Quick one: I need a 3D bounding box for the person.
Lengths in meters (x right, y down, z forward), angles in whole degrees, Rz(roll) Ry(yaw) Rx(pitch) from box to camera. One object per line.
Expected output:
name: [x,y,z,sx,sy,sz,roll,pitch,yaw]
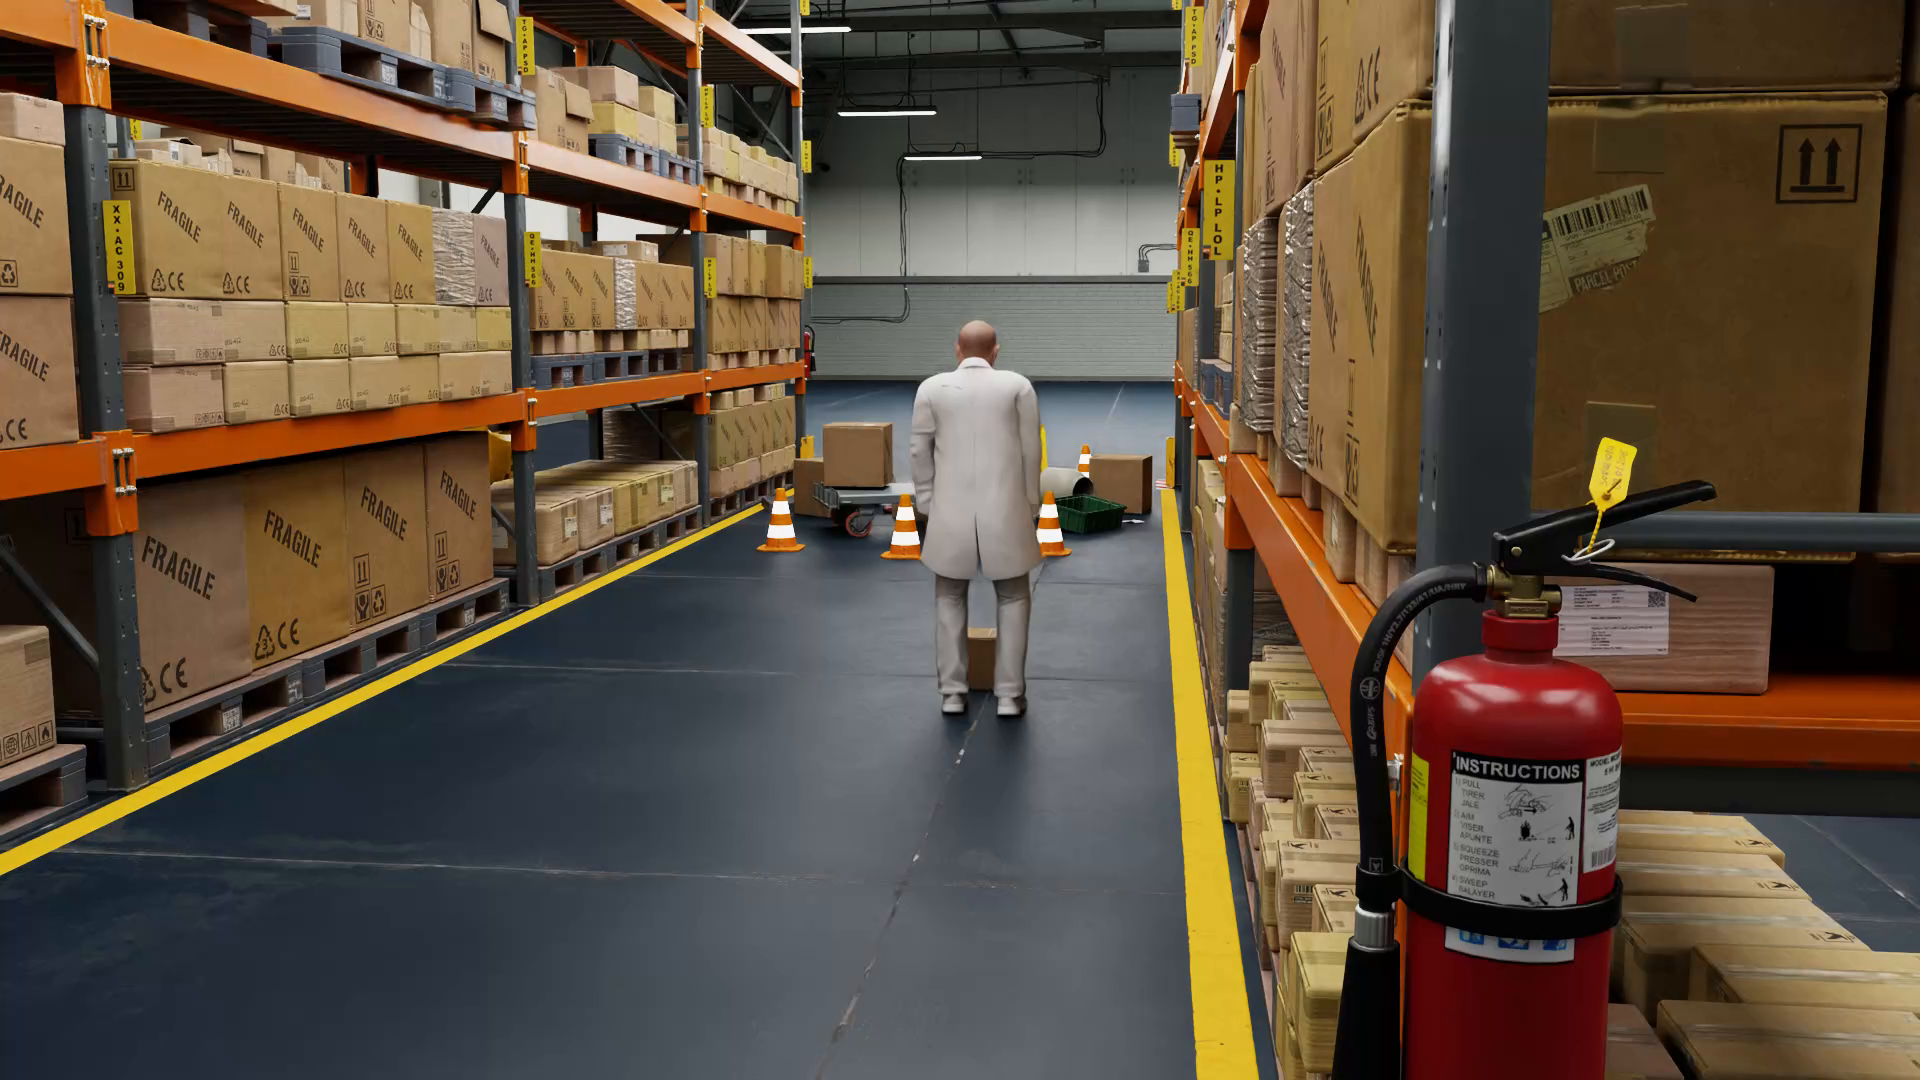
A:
person: [0.070,-0.097,7.335,0.591,1.728,0.432,1,8,8]
